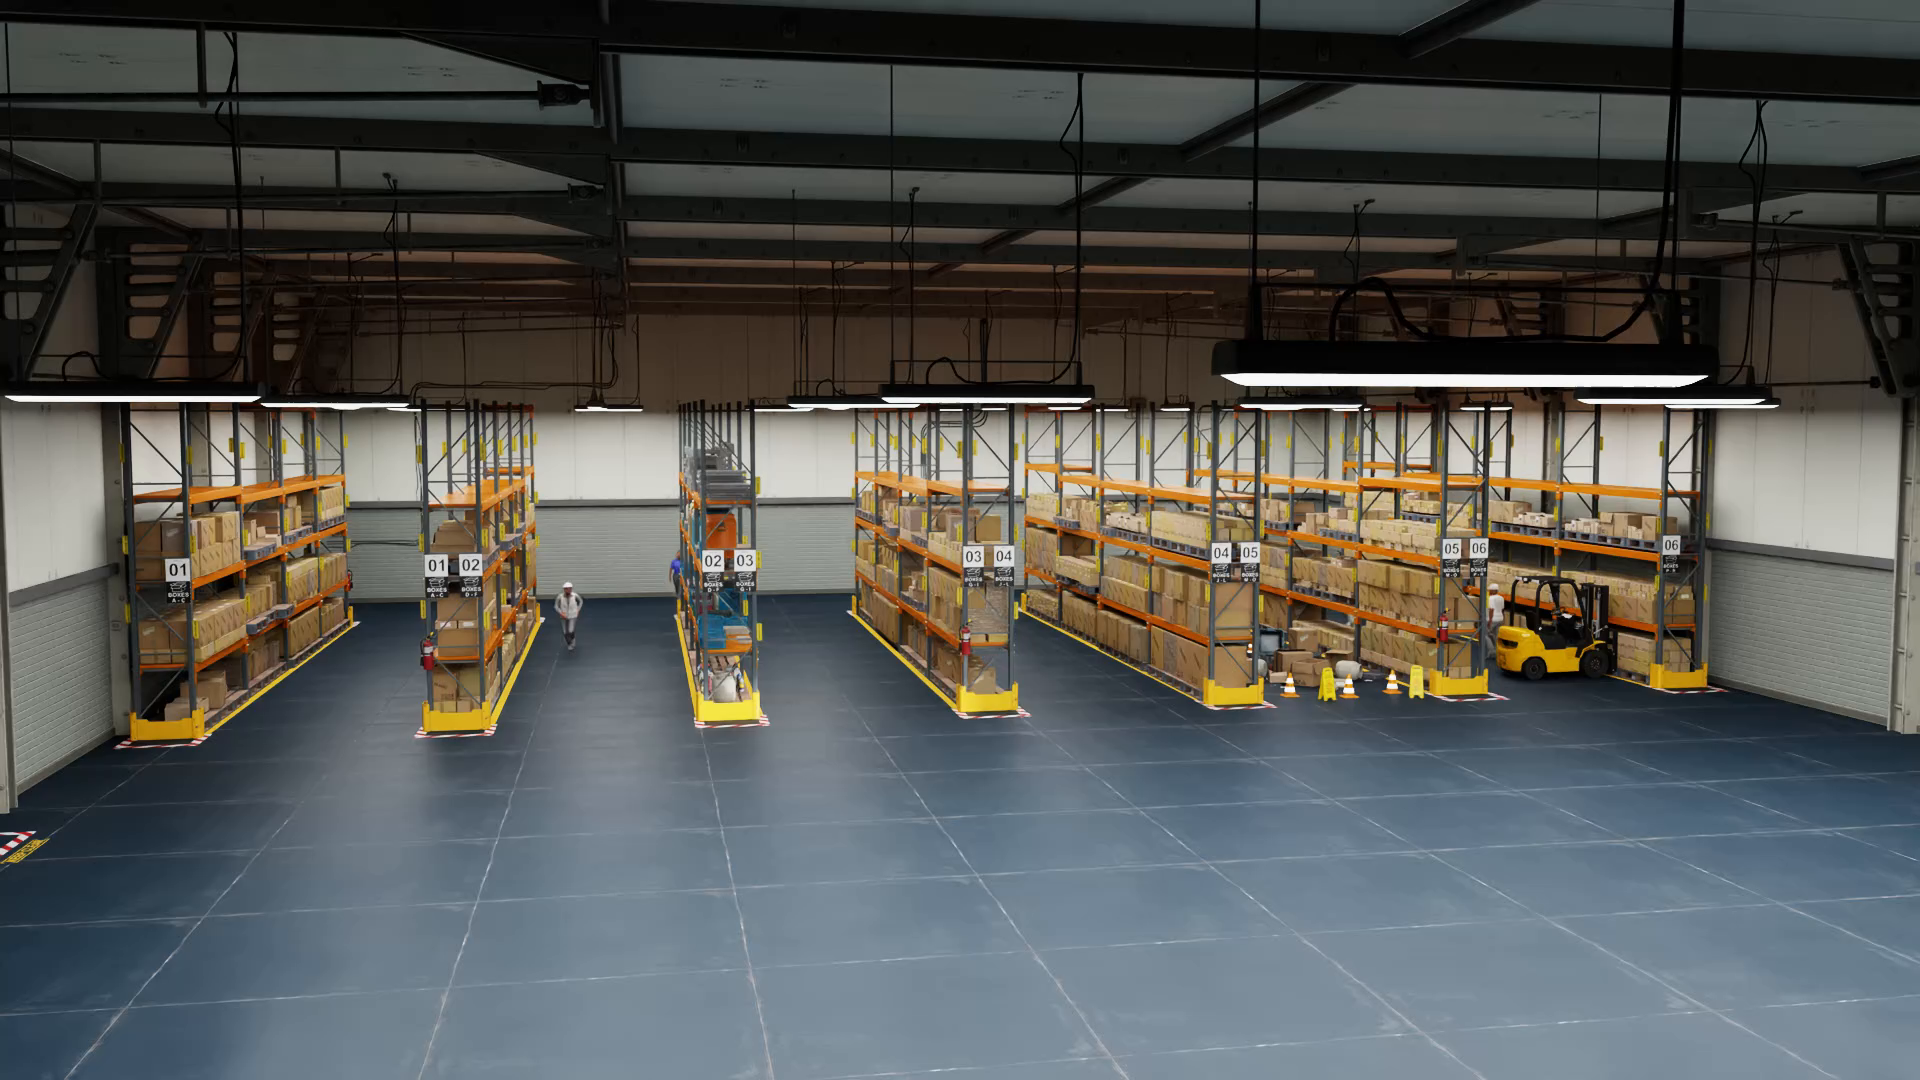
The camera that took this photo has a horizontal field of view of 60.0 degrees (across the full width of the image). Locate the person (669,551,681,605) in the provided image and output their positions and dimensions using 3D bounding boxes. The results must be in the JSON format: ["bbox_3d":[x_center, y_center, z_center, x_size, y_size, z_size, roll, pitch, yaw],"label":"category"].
[{"bbox_3d":[-8.493,1.130,49.963,0.448,1.596,0.989,0,4,5],"label":"person"}]

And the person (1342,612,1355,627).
[{"bbox_3d":[10.508,1.465,44.620,0.638,1.779,0.521,-4,6,-40],"label":"person"}]

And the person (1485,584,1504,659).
[{"bbox_3d":[12.501,1.909,38.917,0.610,1.774,0.440,-3,5,-36],"label":"person"}]

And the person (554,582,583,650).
[{"bbox_3d":[-9.482,1.842,40.310,0.630,1.683,0.726,0,4,-1],"label":"person"}]
